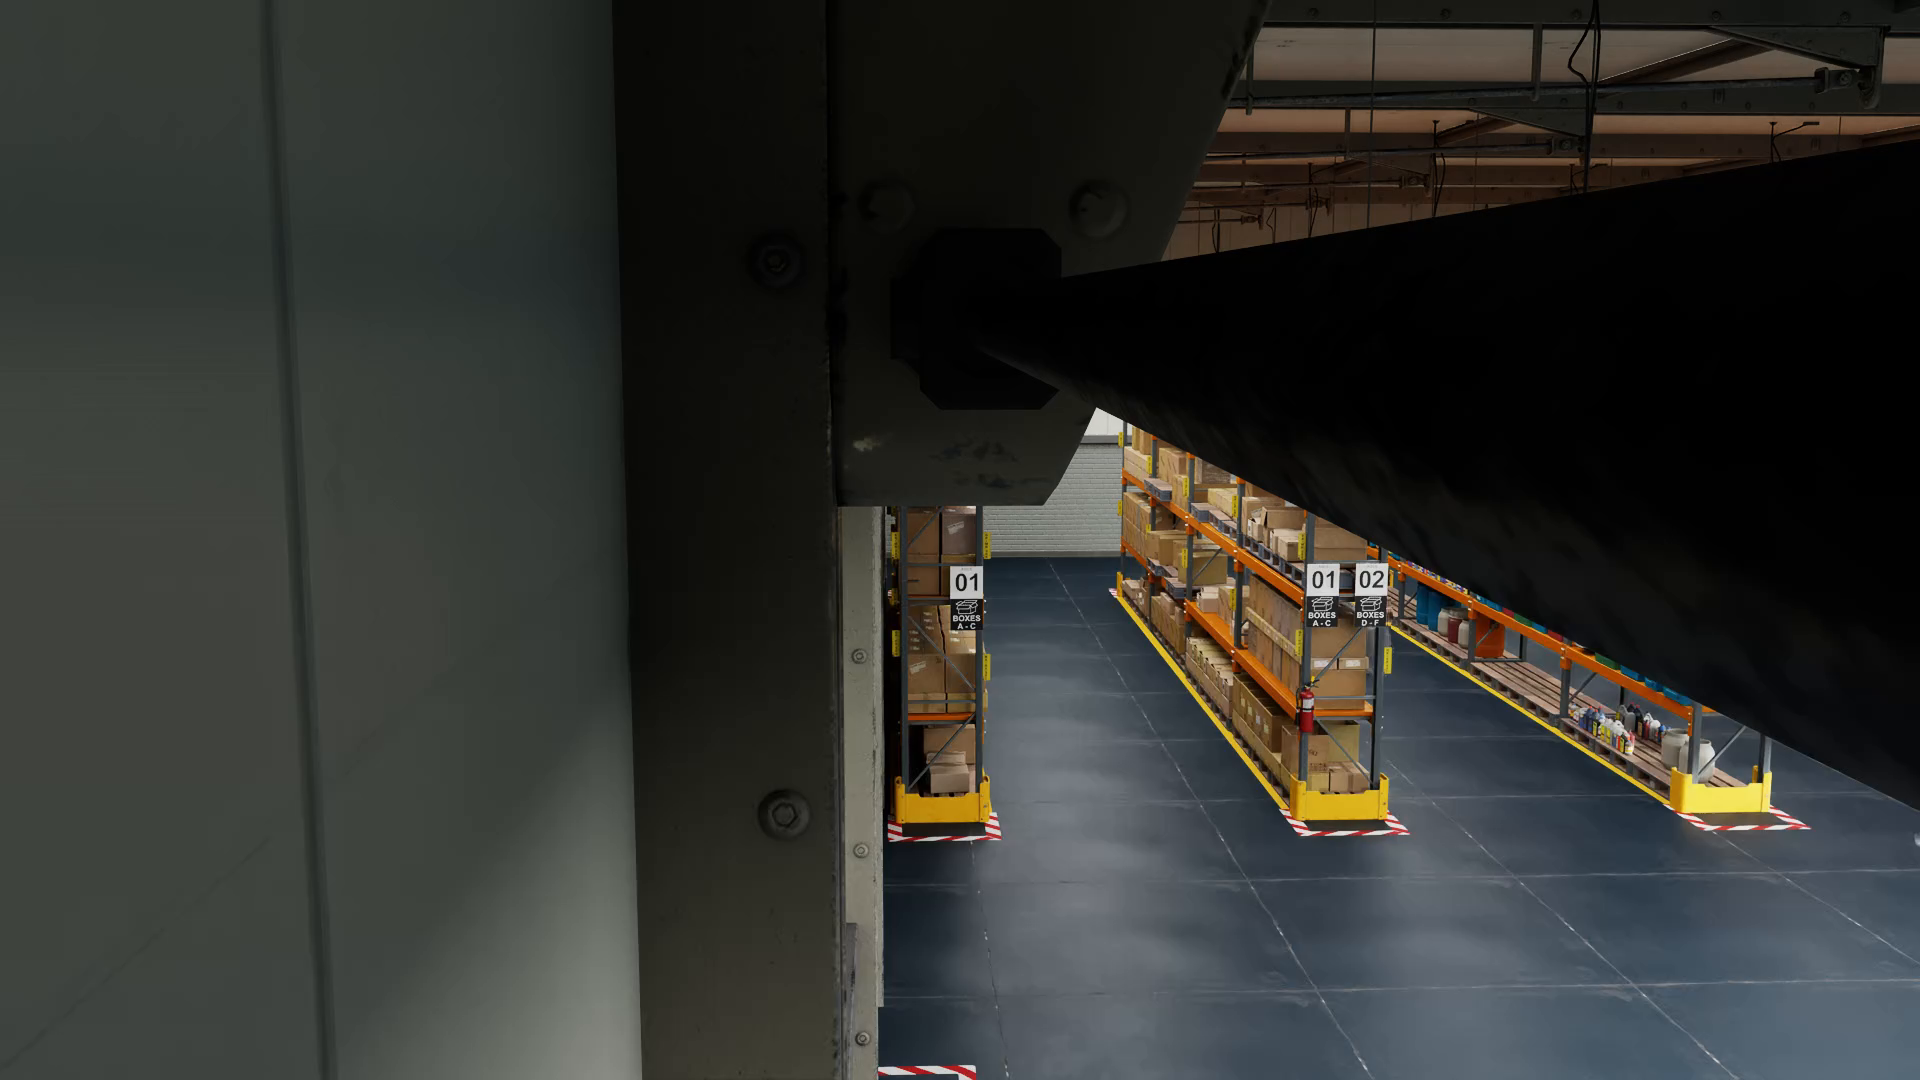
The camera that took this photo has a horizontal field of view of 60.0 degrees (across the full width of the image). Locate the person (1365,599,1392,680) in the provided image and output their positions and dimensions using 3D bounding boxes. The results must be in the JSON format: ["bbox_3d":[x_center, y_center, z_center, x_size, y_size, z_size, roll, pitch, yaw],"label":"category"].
[{"bbox_3d":[7.127,1.558,28.329,0.532,1.675,0.667,-2,8,-13],"label":"person"}]
